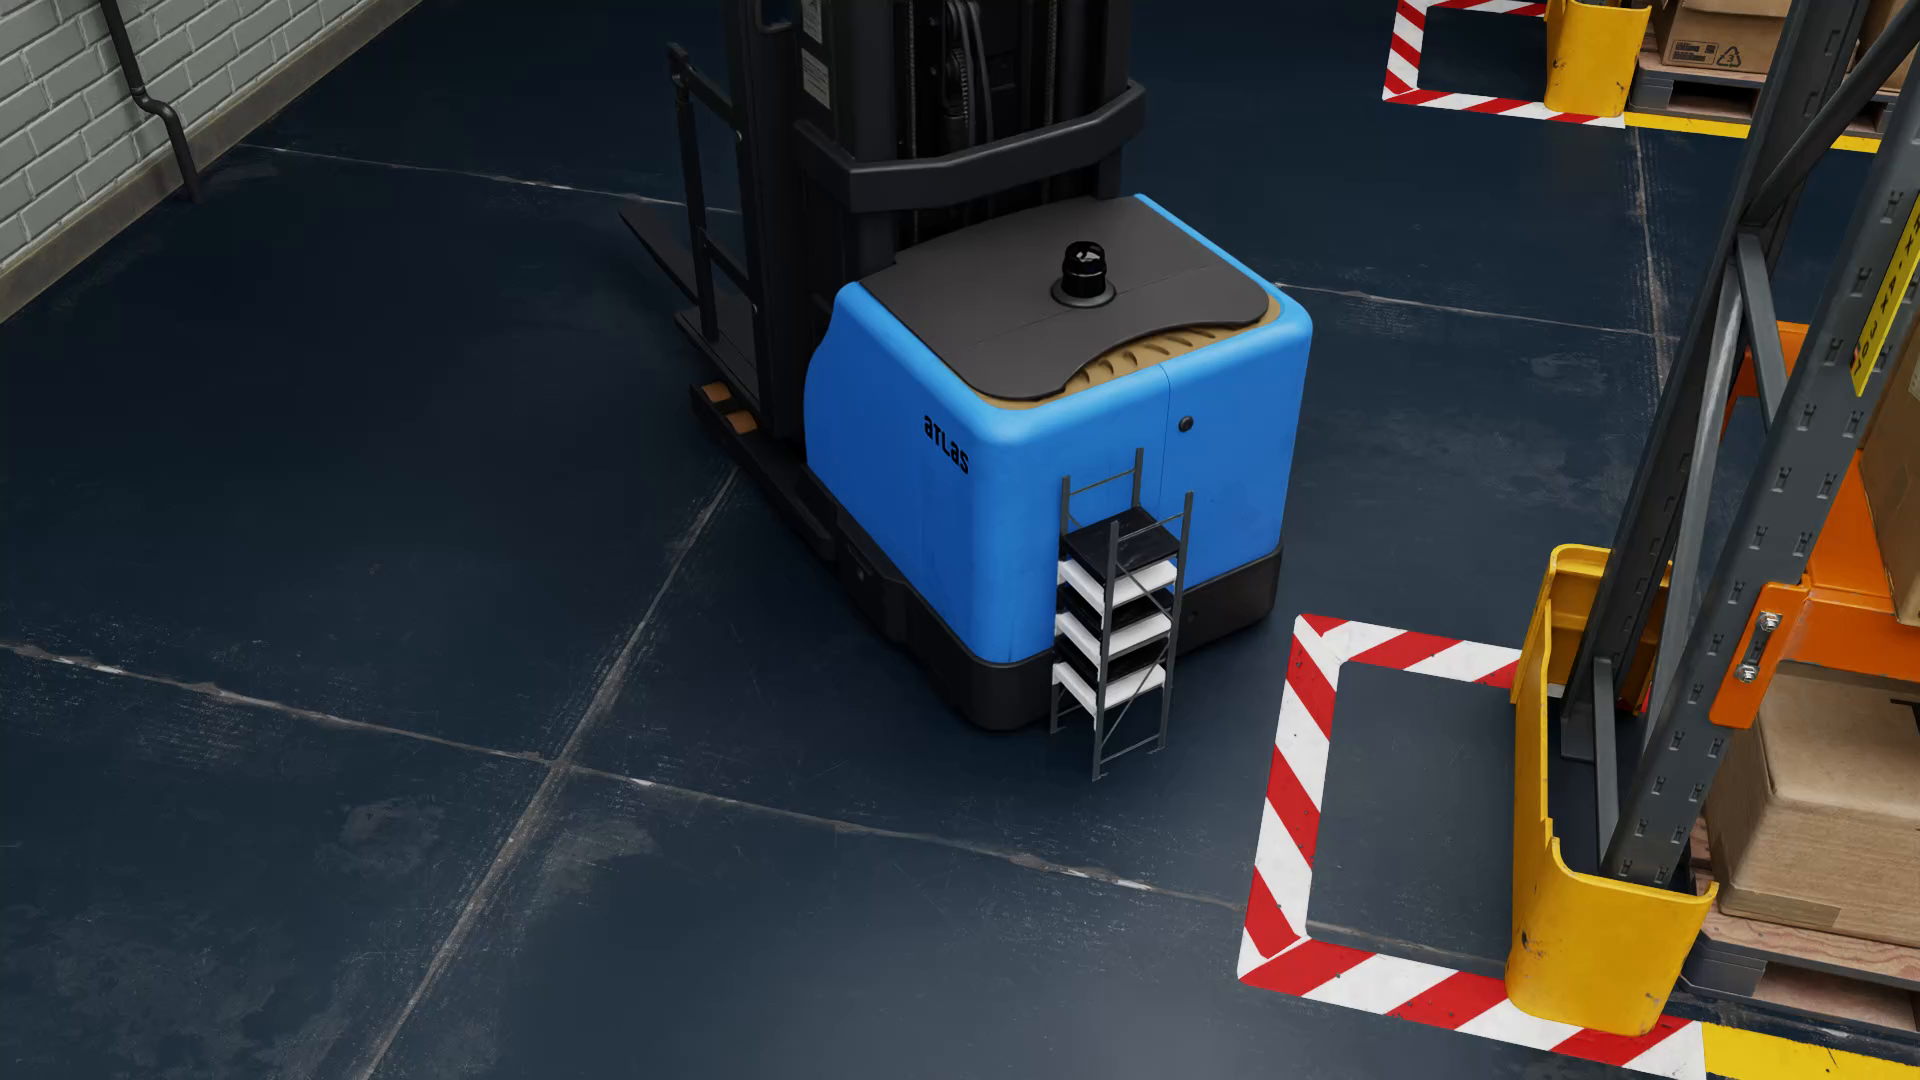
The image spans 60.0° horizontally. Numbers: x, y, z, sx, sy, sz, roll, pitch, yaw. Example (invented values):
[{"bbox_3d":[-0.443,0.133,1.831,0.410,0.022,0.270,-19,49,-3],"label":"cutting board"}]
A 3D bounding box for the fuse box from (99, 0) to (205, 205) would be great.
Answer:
[{"bbox_3d":[-3.142,-2.079,6.395,0.414,1.711,0.539,10,41,11],"label":"fuse box"}]

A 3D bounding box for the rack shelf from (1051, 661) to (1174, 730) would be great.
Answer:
[{"bbox_3d":[0.405,0.373,4.438,0.258,0.077,0.200,-21,44,-23],"label":"rack shelf"}]

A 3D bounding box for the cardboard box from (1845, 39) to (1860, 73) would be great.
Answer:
[{"bbox_3d":[3.874,-2.267,7.507,0.250,0.149,0.380,8,41,10],"label":"cardboard box"}]

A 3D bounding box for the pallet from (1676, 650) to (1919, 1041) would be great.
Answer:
[{"bbox_3d":[2.420,0.783,4.154,1.213,0.211,1.003,10,41,11],"label":"pallet"}]

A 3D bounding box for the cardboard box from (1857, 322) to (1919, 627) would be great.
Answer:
[{"bbox_3d":[2.017,-0.149,3.018,0.500,0.500,0.500,9,41,11],"label":"cardboard box"}]

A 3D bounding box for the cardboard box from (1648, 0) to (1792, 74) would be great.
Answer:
[{"bbox_3d":[3.473,-2.498,7.506,0.637,0.503,0.797,8,41,10],"label":"cardboard box"}]

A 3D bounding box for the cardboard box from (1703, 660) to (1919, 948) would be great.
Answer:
[{"bbox_3d":[2.291,0.499,3.989,0.875,0.438,0.875,8,41,10],"label":"cardboard box"}]

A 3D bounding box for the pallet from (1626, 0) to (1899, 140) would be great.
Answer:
[{"bbox_3d":[3.751,-2.241,7.754,1.213,0.211,1.003,10,41,11],"label":"pallet"}]

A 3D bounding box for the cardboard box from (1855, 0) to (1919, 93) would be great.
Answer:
[{"bbox_3d":[4.289,-2.330,7.309,0.500,0.500,0.700,11,41,13],"label":"cardboard box"}]

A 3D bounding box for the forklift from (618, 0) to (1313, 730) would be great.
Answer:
[{"bbox_3d":[-0.260,-1.531,4.794,1.130,2.935,3.031,-21,44,-23],"label":"forklift"}]

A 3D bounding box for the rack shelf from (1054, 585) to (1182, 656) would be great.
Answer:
[{"bbox_3d":[0.405,0.166,4.264,0.258,0.077,0.200,-21,44,-23],"label":"rack shelf"}]

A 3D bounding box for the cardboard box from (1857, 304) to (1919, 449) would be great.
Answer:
[{"bbox_3d":[2.162,-0.492,3.425,0.500,0.500,0.500,10,41,12],"label":"cardboard box"}]

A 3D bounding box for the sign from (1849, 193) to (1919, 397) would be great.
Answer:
[{"bbox_3d":[1.478,-0.387,2.644,0.005,0.325,0.100,10,41,11],"label":"sign"}]

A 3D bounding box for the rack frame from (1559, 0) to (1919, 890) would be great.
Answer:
[{"bbox_3d":[1.628,-0.369,3.357,0.127,3.000,1.000,10,41,11],"label":"rack frame"}]

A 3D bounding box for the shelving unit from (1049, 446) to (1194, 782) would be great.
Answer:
[{"bbox_3d":[0.405,0.210,4.300,0.258,0.900,0.210,-21,44,-23],"label":"shelving unit"}]

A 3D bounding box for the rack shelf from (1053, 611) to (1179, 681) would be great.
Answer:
[{"bbox_3d":[0.405,0.235,4.322,0.258,0.077,0.200,-21,44,-23],"label":"rack shelf"}]

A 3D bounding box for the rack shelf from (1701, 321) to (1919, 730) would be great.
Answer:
[{"bbox_3d":[3.560,0.239,3.193,4.000,0.370,1.077,10,41,11],"label":"rack shelf"}]

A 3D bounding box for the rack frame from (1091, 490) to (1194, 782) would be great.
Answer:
[{"bbox_3d":[0.458,0.266,4.234,0.240,0.900,0.006,-21,44,-23],"label":"rack frame"}]

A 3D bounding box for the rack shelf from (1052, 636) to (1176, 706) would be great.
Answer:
[{"bbox_3d":[0.405,0.304,4.380,0.258,0.077,0.200,-21,44,-23],"label":"rack shelf"}]

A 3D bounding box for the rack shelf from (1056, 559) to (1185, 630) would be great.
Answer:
[{"bbox_3d":[0.405,0.097,4.206,0.258,0.077,0.200,-21,44,-23],"label":"rack shelf"}]

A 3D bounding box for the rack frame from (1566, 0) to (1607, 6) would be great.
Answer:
[{"bbox_3d":[2.907,-3.453,7.030,0.127,3.000,1.000,10,41,11],"label":"rack frame"}]

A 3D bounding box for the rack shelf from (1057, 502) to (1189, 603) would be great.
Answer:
[{"bbox_3d":[0.405,0.029,4.148,0.258,0.077,0.200,-21,44,-23],"label":"rack shelf"}]

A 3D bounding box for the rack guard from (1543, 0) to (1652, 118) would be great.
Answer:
[{"bbox_3d":[2.980,-2.484,7.819,0.348,0.500,1.175,10,41,11],"label":"rack guard"}]

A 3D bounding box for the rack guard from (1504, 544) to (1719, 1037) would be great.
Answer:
[{"bbox_3d":[1.604,0.584,4.166,0.348,0.500,1.175,10,41,11],"label":"rack guard"}]

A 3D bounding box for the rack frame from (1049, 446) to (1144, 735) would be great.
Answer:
[{"bbox_3d":[0.352,0.154,4.367,0.240,0.900,0.006,-21,44,-23],"label":"rack frame"}]
